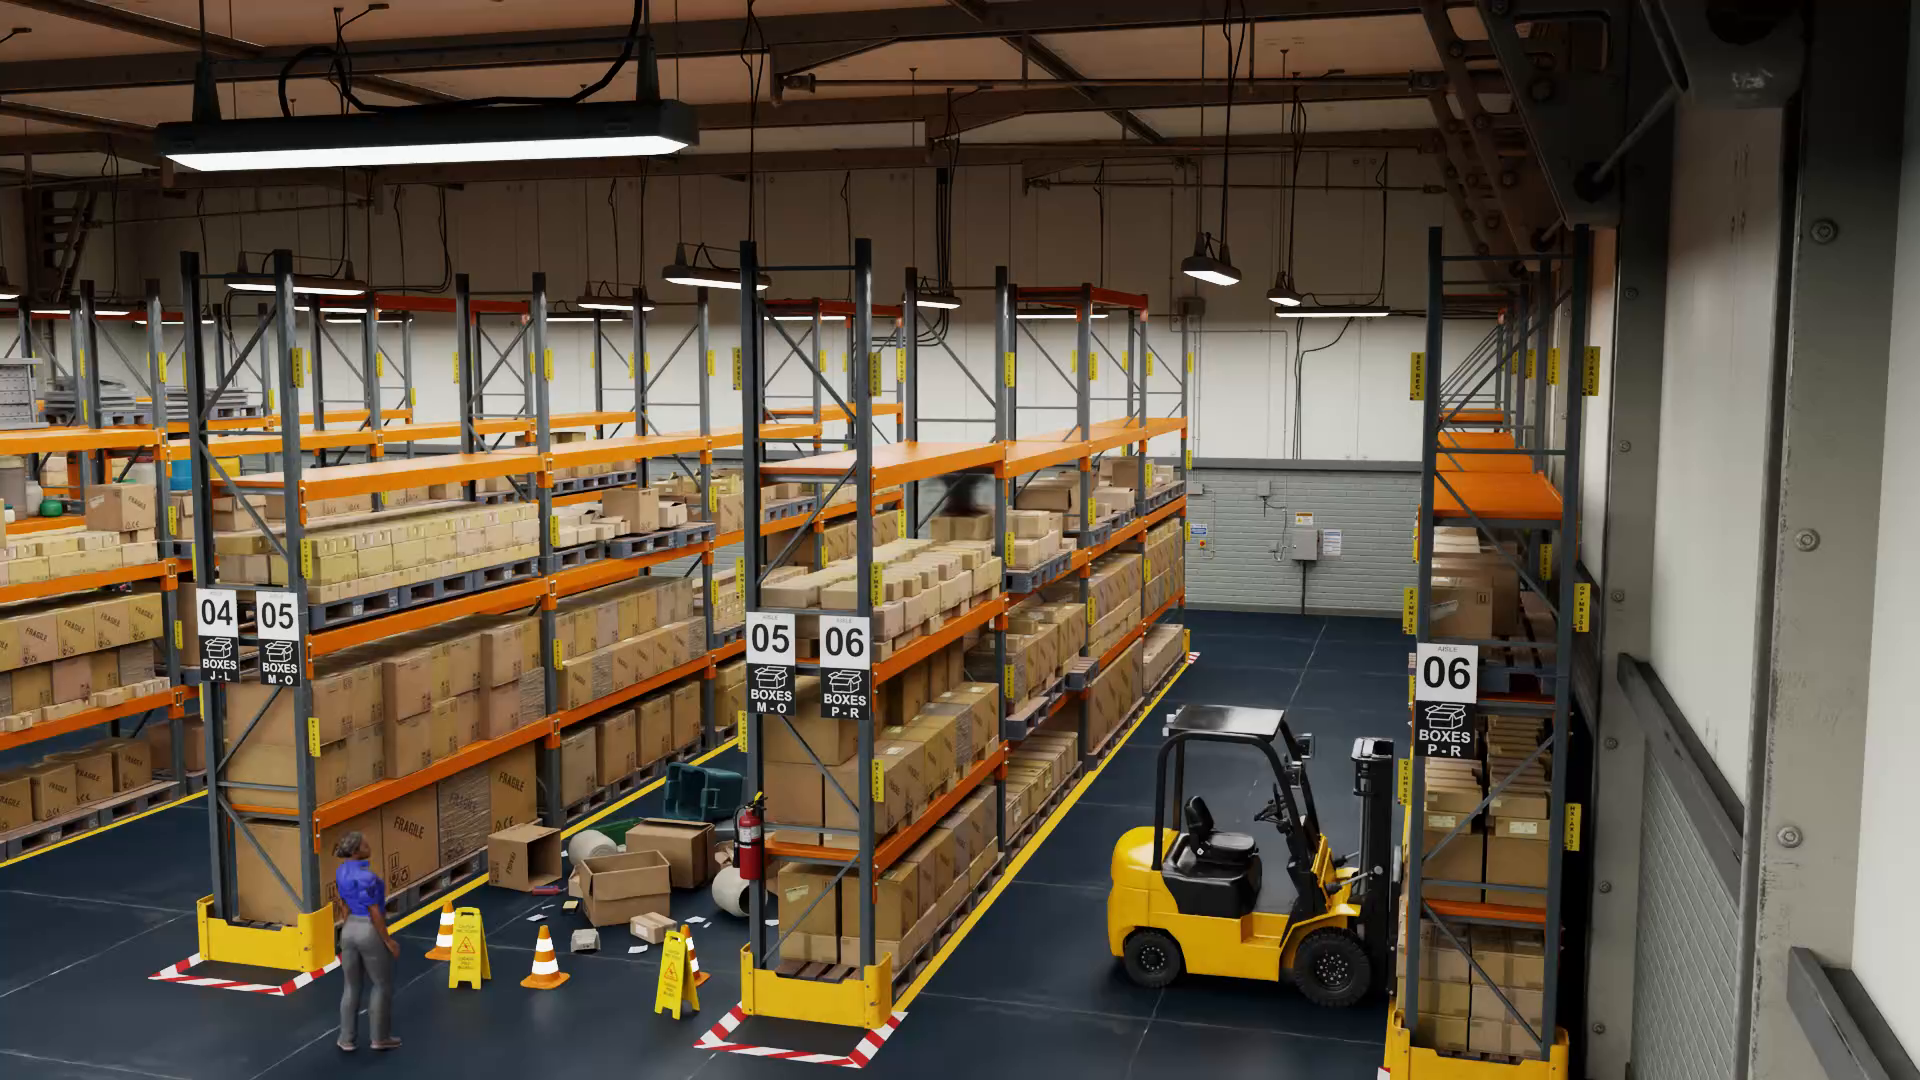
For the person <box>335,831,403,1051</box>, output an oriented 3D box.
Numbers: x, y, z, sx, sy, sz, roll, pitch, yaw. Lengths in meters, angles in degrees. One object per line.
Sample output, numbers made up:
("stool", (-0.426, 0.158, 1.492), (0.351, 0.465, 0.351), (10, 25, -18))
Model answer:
("person", (-4.403, 2.977, 12.347), (0.542, 1.686, 0.386), (3, 7, 26))
